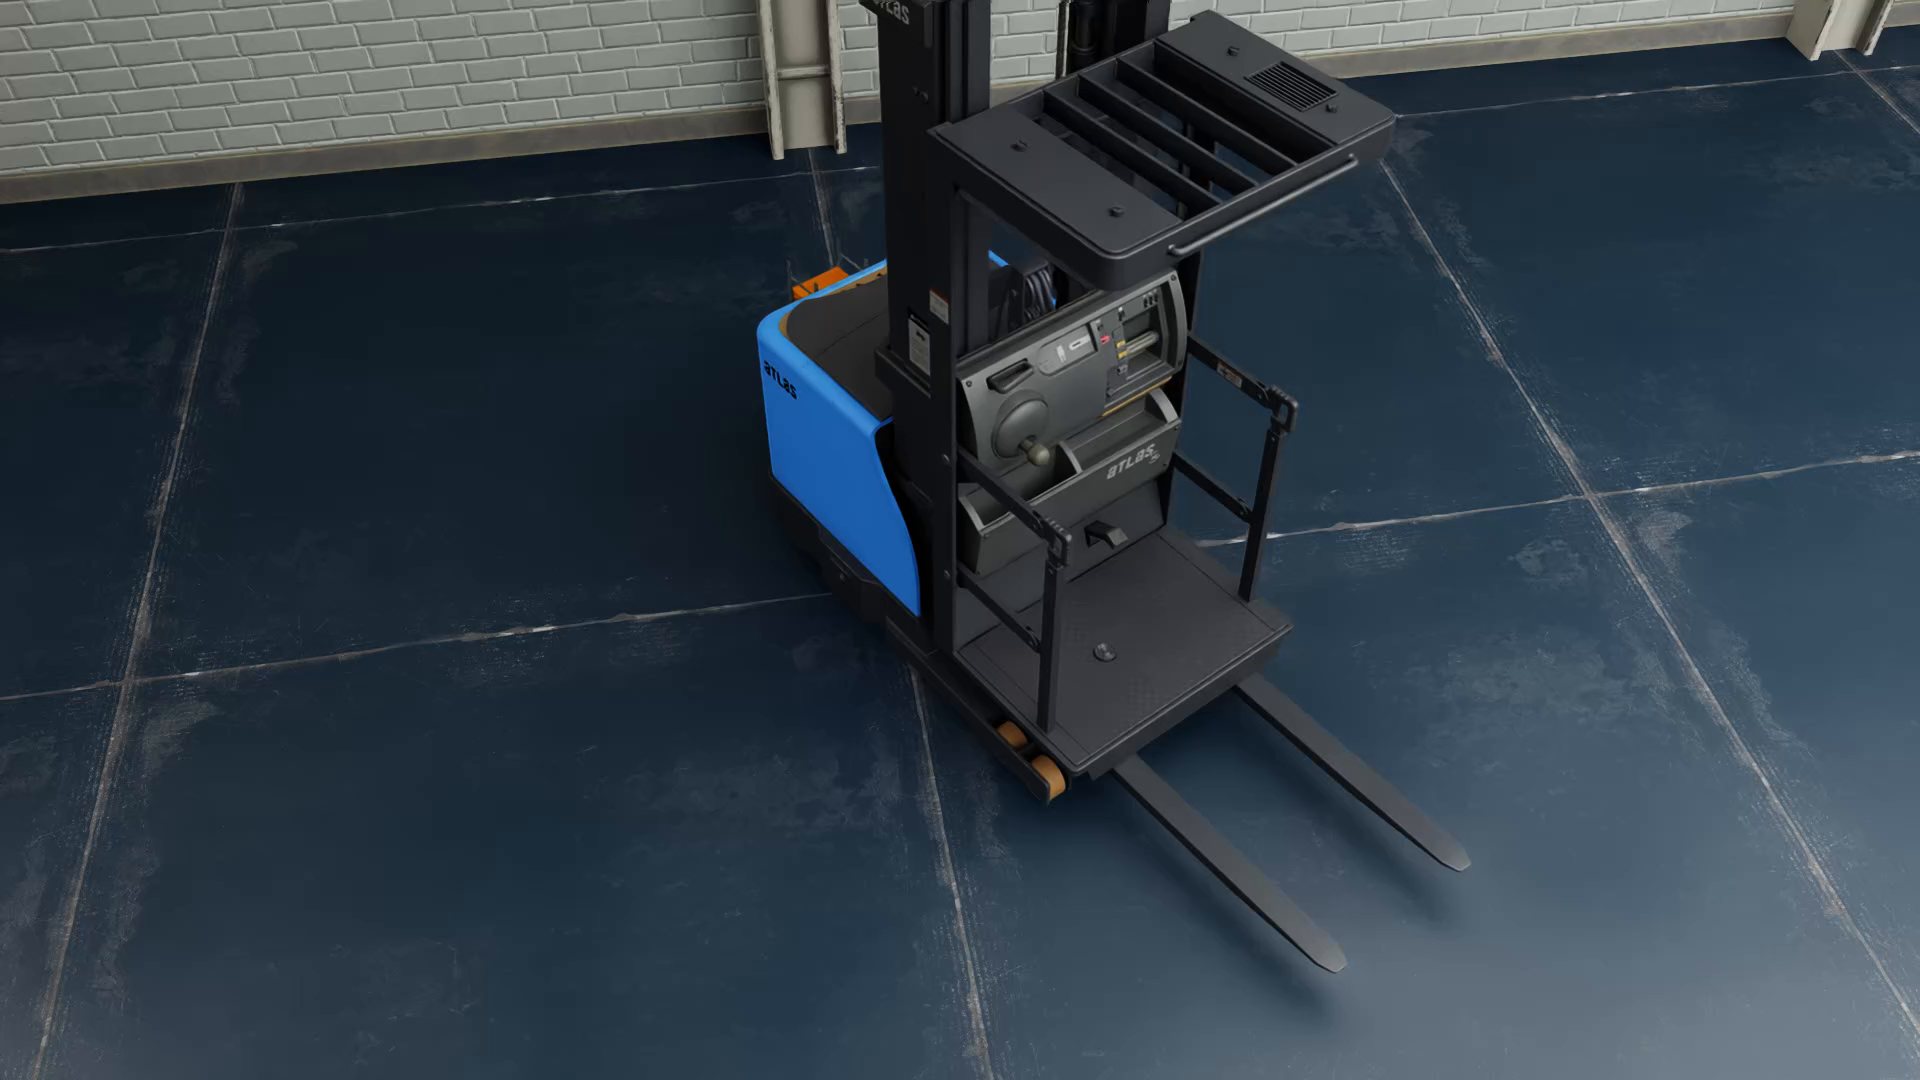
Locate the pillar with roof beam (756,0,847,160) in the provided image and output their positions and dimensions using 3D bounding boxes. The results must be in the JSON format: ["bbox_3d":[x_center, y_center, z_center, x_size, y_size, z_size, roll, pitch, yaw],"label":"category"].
[{"bbox_3d":[-0.097,-2.238,2.850,0.400,9.000,9.100,-7,46,-7],"label":"pillar with roof beam"}]

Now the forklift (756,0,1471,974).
[{"bbox_3d":[0.522,-0.483,5.373,1.130,2.935,3.031,-30,53,-25],"label":"forklift"}]

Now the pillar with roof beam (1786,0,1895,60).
[{"bbox_3d":[5.815,-2.974,3.560,0.400,9.000,9.100,-7,46,-7],"label":"pillar with roof beam"}]

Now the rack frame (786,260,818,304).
[{"bbox_3d":[-0.618,-0.681,6.870,0.008,1.050,0.200,-30,53,-26],"label":"rack frame"}]

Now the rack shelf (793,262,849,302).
[{"bbox_3d":[-0.523,-0.926,6.727,0.240,0.259,0.215,-30,53,-26],"label":"rack shelf"}]

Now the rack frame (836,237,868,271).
[{"bbox_3d":[-0.428,-0.792,6.977,0.008,1.050,0.200,-30,53,-26],"label":"rack frame"}]

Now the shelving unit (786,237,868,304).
[{"bbox_3d":[-0.523,-0.737,6.924,0.252,1.050,0.215,-30,53,-26],"label":"shelving unit"}]
